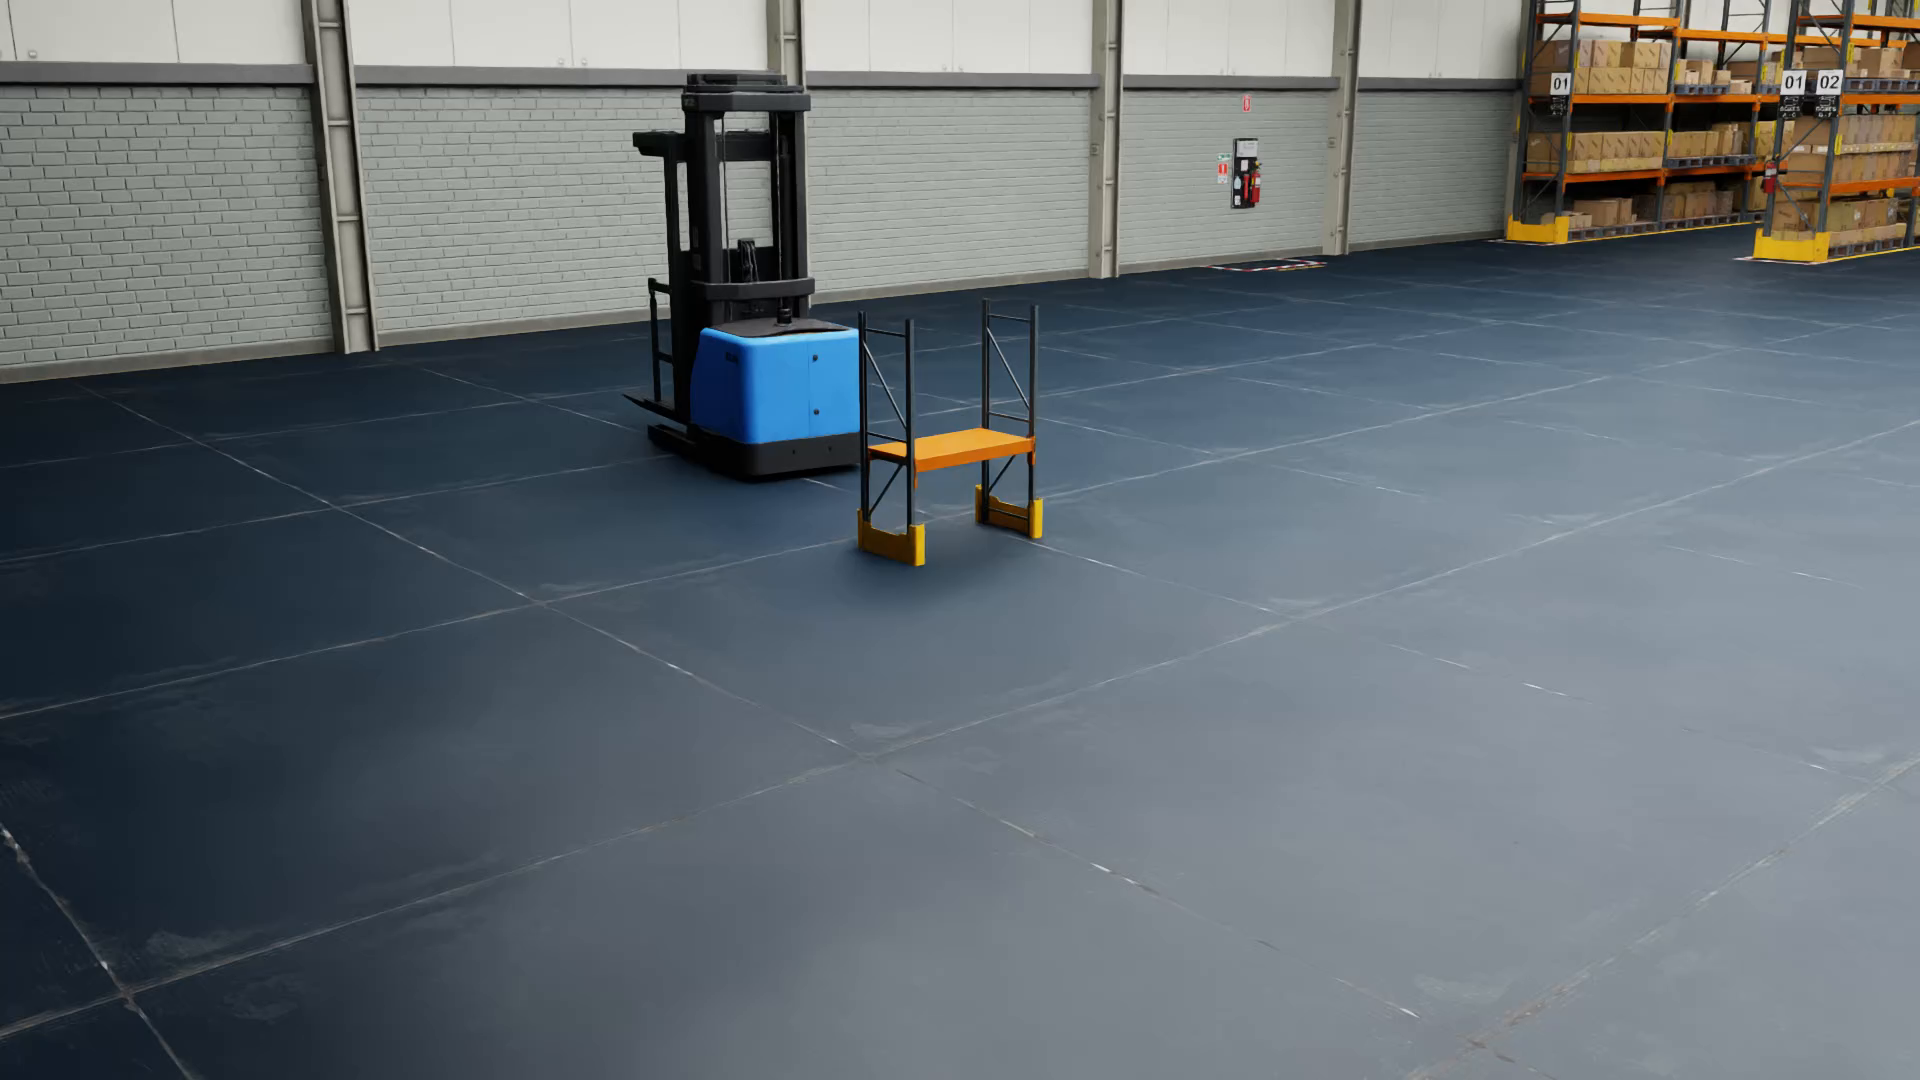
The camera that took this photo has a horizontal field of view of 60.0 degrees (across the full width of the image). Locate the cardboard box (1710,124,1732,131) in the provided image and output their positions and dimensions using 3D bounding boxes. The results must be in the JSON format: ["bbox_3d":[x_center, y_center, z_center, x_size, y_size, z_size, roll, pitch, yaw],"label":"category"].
[{"bbox_3d":[16.917,-9.166,36.951,0.380,0.149,0.250,12,19,38],"label":"cardboard box"}]

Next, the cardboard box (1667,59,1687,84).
[{"bbox_3d":[14.838,-9.814,34.857,0.500,0.500,0.500,-9,18,-32],"label":"cardboard box"}]

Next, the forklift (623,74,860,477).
[{"bbox_3d":[-1.911,-2.213,13.354,1.130,2.935,3.031,-9,17,-31],"label":"forklift"}]

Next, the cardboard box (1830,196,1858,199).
[{"bbox_3d":[16.318,-6.122,30.919,0.500,0.500,0.500,-13,19,-39],"label":"cardboard box"}]

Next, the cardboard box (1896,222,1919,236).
[{"bbox_3d":[18.094,-5.967,31.791,0.500,0.250,0.500,-13,20,-41],"label":"cardboard box"}]

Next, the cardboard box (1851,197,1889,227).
[{"bbox_3d":[16.661,-6.020,30.537,0.500,0.500,0.500,-13,19,-39],"label":"cardboard box"}]

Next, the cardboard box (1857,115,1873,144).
[{"bbox_3d":[15.783,-7.331,29.676,0.500,0.500,0.700,-13,19,-39],"label":"cardboard box"}]

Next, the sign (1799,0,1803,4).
[{"bbox_3d":[20.062,-12.930,39.602,0.005,0.325,0.100,-13,19,-39],"label":"sign"}]

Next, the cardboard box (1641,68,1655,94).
[{"bbox_3d":[13.764,-9.327,33.809,0.500,0.500,0.500,14,20,42],"label":"cardboard box"}]

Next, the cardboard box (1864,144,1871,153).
[{"bbox_3d":[16.017,-7.000,29.692,0.250,0.149,0.380,-13,20,-40],"label":"cardboard box"}]

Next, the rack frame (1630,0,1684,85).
[{"bbox_3d":[14.373,-10.935,34.249,0.127,3.000,1.000,-13,19,-39],"label":"rack frame"}]

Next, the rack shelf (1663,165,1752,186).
[{"bbox_3d":[15.882,-8.028,36.384,4.000,0.370,1.077,-13,19,-39],"label":"rack shelf"}]

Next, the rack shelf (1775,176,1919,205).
[{"bbox_3d":[16.119,-6.386,30.240,4.000,0.370,1.077,-13,19,-39],"label":"rack shelf"}]

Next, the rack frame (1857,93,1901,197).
[{"bbox_3d":[23.425,-10.069,42.634,0.127,3.000,1.000,-13,19,-39],"label":"rack frame"}]

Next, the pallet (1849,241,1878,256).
[{"bbox_3d":[16.079,-5.391,30.523,1.213,0.211,1.003,-13,19,-39],"label":"pallet"}]

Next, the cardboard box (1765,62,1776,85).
[{"bbox_3d":[18.084,-10.617,37.827,0.500,0.500,0.700,-14,20,-42],"label":"cardboard box"}]

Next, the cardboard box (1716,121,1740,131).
[{"bbox_3d":[17.562,-9.405,37.886,0.500,0.250,0.500,-12,19,-38],"label":"cardboard box"}]

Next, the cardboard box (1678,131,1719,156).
[{"bbox_3d":[16.117,-8.678,36.379,0.500,0.500,0.700,-13,19,-39],"label":"cardboard box"}]

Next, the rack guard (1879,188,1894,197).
[{"bbox_3d":[23.443,-8.866,42.971,0.348,0.500,1.175,-13,19,-39],"label":"rack guard"}]

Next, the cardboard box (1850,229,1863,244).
[{"bbox_3d":[15.913,-5.487,29.994,0.500,0.250,0.500,-13,19,-39],"label":"cardboard box"}]

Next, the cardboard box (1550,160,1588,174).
[{"bbox_3d":[11.932,-7.317,32.581,0.500,0.250,0.500,-13,20,-41],"label":"cardboard box"}]

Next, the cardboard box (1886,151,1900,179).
[{"bbox_3d":[16.903,-6.954,30.777,0.500,0.500,0.700,-13,20,-40],"label":"cardboard box"}]

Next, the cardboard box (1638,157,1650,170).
[{"bbox_3d":[13.833,-7.751,34.209,0.500,0.250,0.500,-13,19,-39],"label":"cardboard box"}]

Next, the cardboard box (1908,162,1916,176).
[{"bbox_3d":[17.970,-7.092,31.779,0.500,0.250,0.500,-11,19,-36],"label":"cardboard box"}]

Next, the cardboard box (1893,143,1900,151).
[{"bbox_3d":[16.982,-7.215,30.499,0.250,0.149,0.380,-13,20,-39],"label":"cardboard box"}]

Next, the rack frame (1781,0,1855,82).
[{"bbox_3d":[14.610,-9.293,28.104,0.127,3.000,1.000,-13,19,-39],"label":"rack frame"}]

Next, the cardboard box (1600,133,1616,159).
[{"bbox_3d":[12.686,-7.849,33.119,0.500,0.500,0.500,-13,20,-41],"label":"cardboard box"}]

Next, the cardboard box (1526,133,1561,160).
[{"bbox_3d":[11.571,-7.779,32.860,0.500,0.500,0.500,-13,20,-40],"label":"cardboard box"}]

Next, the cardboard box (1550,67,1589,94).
[{"bbox_3d":[11.772,-8.874,32.114,0.500,0.500,0.500,-12,19,-38],"label":"cardboard box"}]

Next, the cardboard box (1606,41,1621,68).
[{"bbox_3d":[12.596,-9.531,32.637,0.500,0.500,0.500,-12,19,-38],"label":"cardboard box"}]

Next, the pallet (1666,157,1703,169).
[{"bbox_3d":[15.045,-8.045,35.427,1.213,0.211,1.003,-13,19,-39],"label":"pallet"}]

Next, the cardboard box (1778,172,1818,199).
[{"bbox_3d":[20.003,-8.420,39.813,0.750,0.750,0.750,-12,19,-39],"label":"cardboard box"}]

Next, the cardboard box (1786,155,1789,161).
[{"bbox_3d":[19.144,-8.918,38.772,0.250,0.149,0.380,-12,19,-38],"label":"cardboard box"}]

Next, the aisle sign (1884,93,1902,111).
[{"bbox_3d":[23.677,-11.279,42.125,0.004,0.787,0.394,-13,19,-39],"label":"aisle sign"}]

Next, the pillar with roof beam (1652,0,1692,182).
[{"bbox_3d":[18.668,-10.722,33.454,0.400,9.000,9.100,-13,19,-39],"label":"pillar with roof beam"}]

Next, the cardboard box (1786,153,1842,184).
[{"bbox_3d":[14.970,-6.520,29.152,0.500,0.500,0.700,-13,19,-39],"label":"cardboard box"}]

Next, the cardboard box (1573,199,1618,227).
[{"bbox_3d":[12.953,-6.674,33.916,0.500,0.500,0.700,-14,21,-43],"label":"cardboard box"}]

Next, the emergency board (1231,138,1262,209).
[{"bbox_3d":[4.900,-6.218,28.216,0.643,1.169,0.194,-13,19,-39],"label":"emergency board"}]

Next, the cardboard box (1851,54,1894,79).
[{"bbox_3d":[16.302,-8.588,29.990,0.637,0.503,0.797,-10,18,-33],"label":"cardboard box"}]

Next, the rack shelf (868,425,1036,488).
[{"bbox_3d":[-0.064,-0.536,10.549,1.000,0.185,0.538,-13,19,-39],"label":"rack shelf"}]

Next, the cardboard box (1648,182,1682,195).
[{"bbox_3d":[15.247,-7.607,35.953,0.500,0.250,0.500,-13,20,-41],"label":"cardboard box"}]

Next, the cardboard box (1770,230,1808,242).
[{"bbox_3d":[14.820,-5.418,29.735,0.500,0.250,0.500,-13,19,-39],"label":"cardboard box"}]

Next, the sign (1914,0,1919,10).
[{"bbox_3d":[23.771,-13.349,41.324,0.005,0.325,0.100,-13,19,-39],"label":"sign"}]

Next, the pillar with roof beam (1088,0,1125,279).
[{"bbox_3d":[5.089,-7.673,22.039,0.400,9.000,9.100,-13,19,-39],"label":"pillar with roof beam"}]

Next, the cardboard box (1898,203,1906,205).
[{"bbox_3d":[18.133,-6.432,32.444,0.500,0.311,0.500,-12,19,-38],"label":"cardboard box"}]

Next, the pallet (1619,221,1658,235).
[{"bbox_3d":[13.889,-6.568,34.931,1.213,0.211,1.003,-13,19,-39],"label":"pallet"}]

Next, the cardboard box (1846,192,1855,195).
[{"bbox_3d":[21.809,-8.664,41.405,0.500,0.500,0.700,-12,19,-38],"label":"cardboard box"}]

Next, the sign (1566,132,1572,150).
[{"bbox_3d":[11.712,-7.671,31.979,0.005,0.325,0.100,-13,19,-39],"label":"sign"}]

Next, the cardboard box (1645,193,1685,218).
[{"bbox_3d":[15.274,-7.266,36.132,0.500,0.500,0.700,-13,20,-40],"label":"cardboard box"}]

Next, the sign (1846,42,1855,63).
[{"bbox_3d":[14.970,-8.196,27.960,0.005,0.325,0.100,-13,19,-39],"label":"sign"}]

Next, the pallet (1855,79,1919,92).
[{"bbox_3d":[17.001,-8.329,30.480,1.213,0.211,1.003,-13,19,-39],"label":"pallet"}]

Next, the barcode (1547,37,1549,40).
[{"bbox_3d":[11.563,-9.847,32.695,0.075,0.075,0.001,-13,19,-39],"label":"barcode"}]

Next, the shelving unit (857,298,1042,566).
[{"bbox_3d":[-0.058,-0.712,10.508,1.083,1.500,0.587,-13,19,-39],"label":"shelving unit"}]

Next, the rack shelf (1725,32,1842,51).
[{"bbox_3d":[18.899,-11.410,38.199,4.000,0.370,1.077,-13,19,-39],"label":"rack shelf"}]

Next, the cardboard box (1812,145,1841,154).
[{"bbox_3d":[15.047,-6.781,28.874,0.250,0.149,0.380,-13,20,-40],"label":"cardboard box"}]
